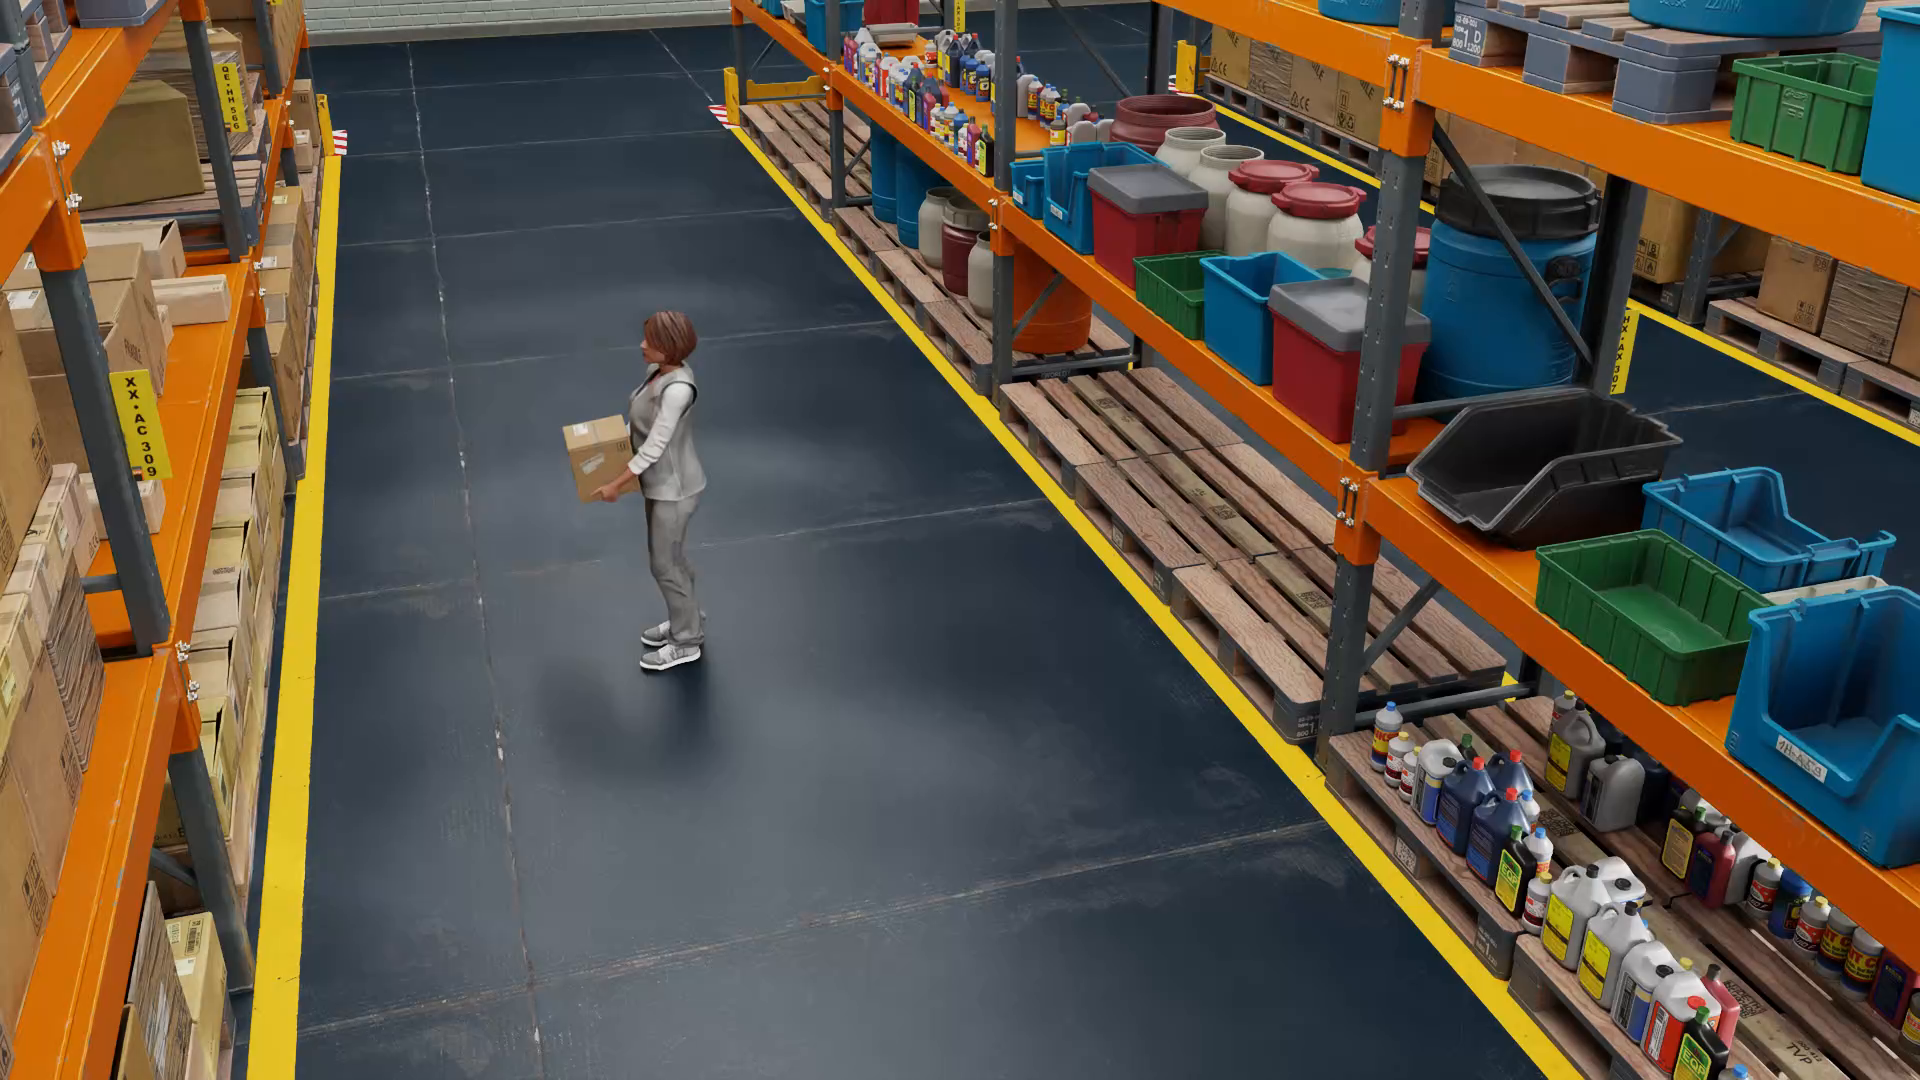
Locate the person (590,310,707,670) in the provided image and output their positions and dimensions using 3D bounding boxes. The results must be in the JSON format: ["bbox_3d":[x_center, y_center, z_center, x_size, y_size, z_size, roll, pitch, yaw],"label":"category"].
[{"bbox_3d":[-1.321,-0.202,7.039,0.493,1.587,0.404,-8,28,-15],"label":"person"}]
